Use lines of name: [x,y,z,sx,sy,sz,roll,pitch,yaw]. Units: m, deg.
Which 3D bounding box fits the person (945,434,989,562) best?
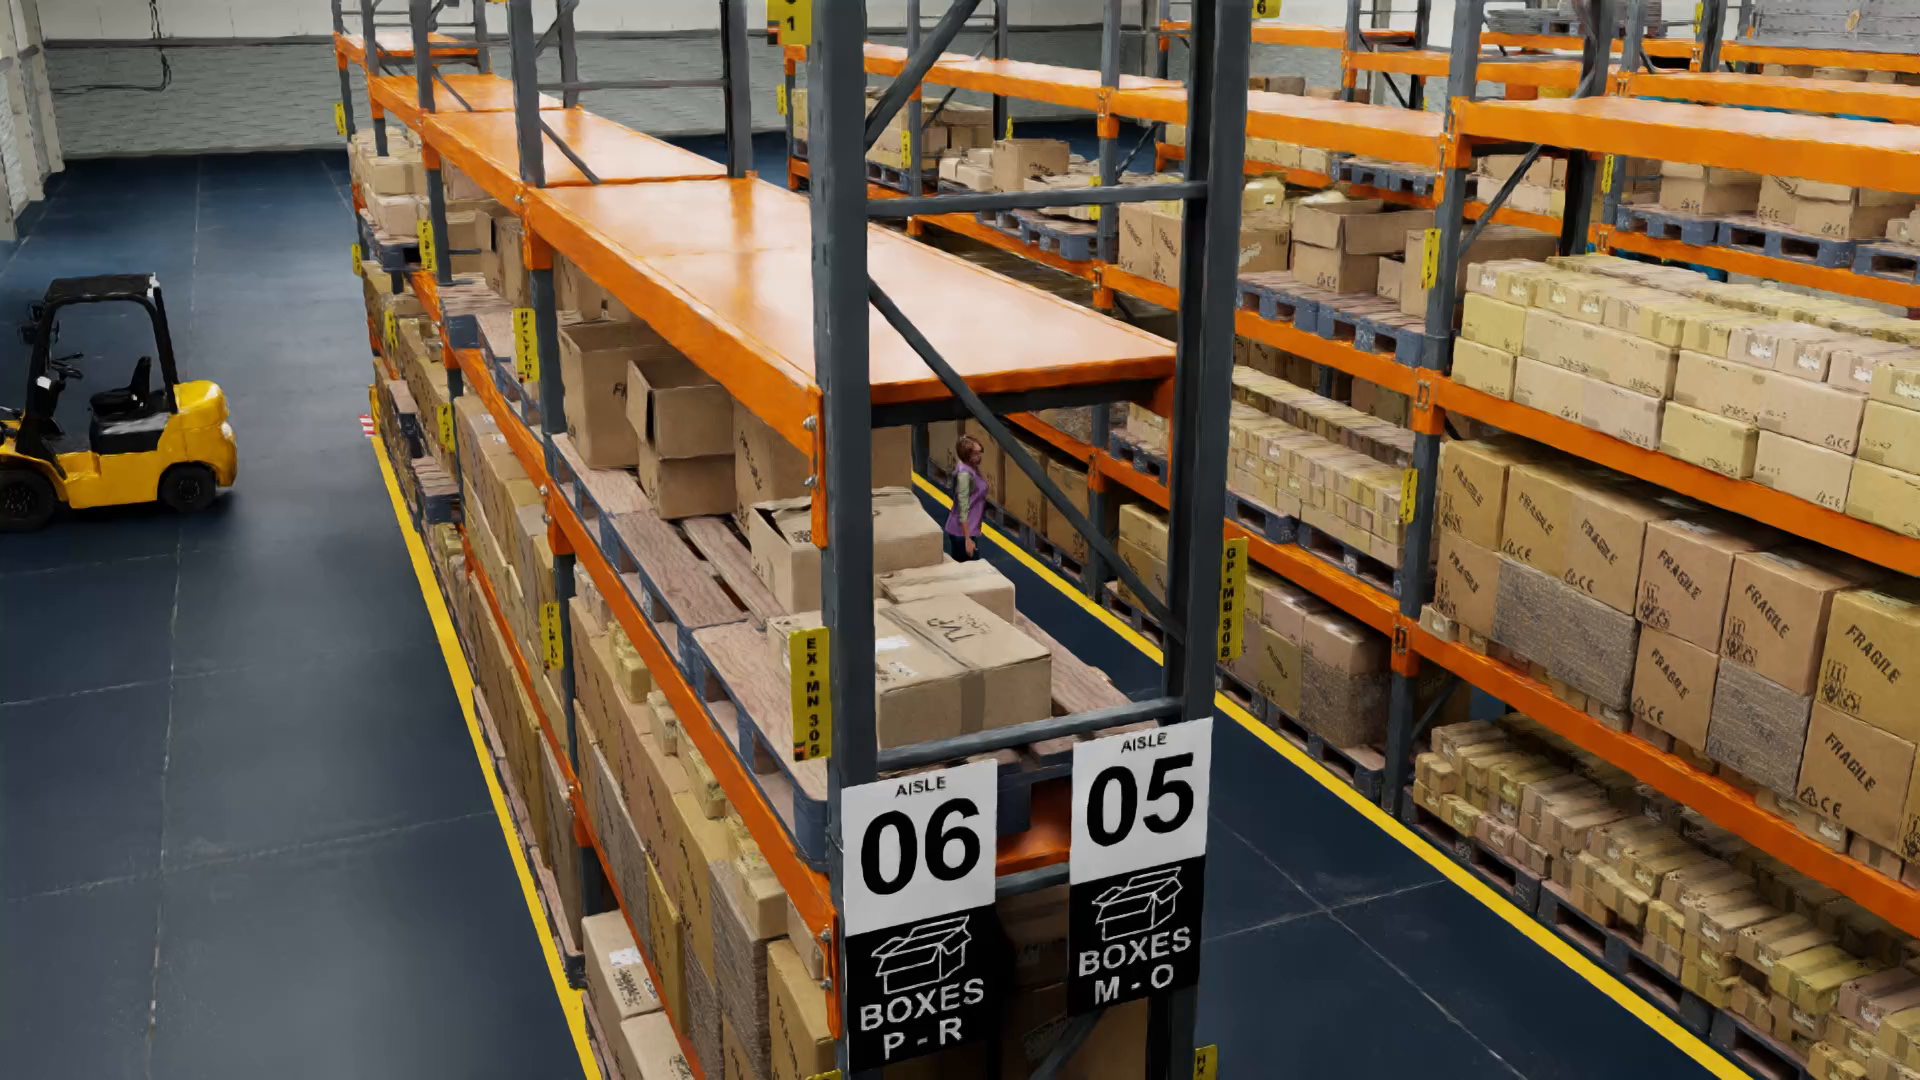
person: [0.092,-0.001,12.912,0.518,1.491,0.509,1,19,2]
